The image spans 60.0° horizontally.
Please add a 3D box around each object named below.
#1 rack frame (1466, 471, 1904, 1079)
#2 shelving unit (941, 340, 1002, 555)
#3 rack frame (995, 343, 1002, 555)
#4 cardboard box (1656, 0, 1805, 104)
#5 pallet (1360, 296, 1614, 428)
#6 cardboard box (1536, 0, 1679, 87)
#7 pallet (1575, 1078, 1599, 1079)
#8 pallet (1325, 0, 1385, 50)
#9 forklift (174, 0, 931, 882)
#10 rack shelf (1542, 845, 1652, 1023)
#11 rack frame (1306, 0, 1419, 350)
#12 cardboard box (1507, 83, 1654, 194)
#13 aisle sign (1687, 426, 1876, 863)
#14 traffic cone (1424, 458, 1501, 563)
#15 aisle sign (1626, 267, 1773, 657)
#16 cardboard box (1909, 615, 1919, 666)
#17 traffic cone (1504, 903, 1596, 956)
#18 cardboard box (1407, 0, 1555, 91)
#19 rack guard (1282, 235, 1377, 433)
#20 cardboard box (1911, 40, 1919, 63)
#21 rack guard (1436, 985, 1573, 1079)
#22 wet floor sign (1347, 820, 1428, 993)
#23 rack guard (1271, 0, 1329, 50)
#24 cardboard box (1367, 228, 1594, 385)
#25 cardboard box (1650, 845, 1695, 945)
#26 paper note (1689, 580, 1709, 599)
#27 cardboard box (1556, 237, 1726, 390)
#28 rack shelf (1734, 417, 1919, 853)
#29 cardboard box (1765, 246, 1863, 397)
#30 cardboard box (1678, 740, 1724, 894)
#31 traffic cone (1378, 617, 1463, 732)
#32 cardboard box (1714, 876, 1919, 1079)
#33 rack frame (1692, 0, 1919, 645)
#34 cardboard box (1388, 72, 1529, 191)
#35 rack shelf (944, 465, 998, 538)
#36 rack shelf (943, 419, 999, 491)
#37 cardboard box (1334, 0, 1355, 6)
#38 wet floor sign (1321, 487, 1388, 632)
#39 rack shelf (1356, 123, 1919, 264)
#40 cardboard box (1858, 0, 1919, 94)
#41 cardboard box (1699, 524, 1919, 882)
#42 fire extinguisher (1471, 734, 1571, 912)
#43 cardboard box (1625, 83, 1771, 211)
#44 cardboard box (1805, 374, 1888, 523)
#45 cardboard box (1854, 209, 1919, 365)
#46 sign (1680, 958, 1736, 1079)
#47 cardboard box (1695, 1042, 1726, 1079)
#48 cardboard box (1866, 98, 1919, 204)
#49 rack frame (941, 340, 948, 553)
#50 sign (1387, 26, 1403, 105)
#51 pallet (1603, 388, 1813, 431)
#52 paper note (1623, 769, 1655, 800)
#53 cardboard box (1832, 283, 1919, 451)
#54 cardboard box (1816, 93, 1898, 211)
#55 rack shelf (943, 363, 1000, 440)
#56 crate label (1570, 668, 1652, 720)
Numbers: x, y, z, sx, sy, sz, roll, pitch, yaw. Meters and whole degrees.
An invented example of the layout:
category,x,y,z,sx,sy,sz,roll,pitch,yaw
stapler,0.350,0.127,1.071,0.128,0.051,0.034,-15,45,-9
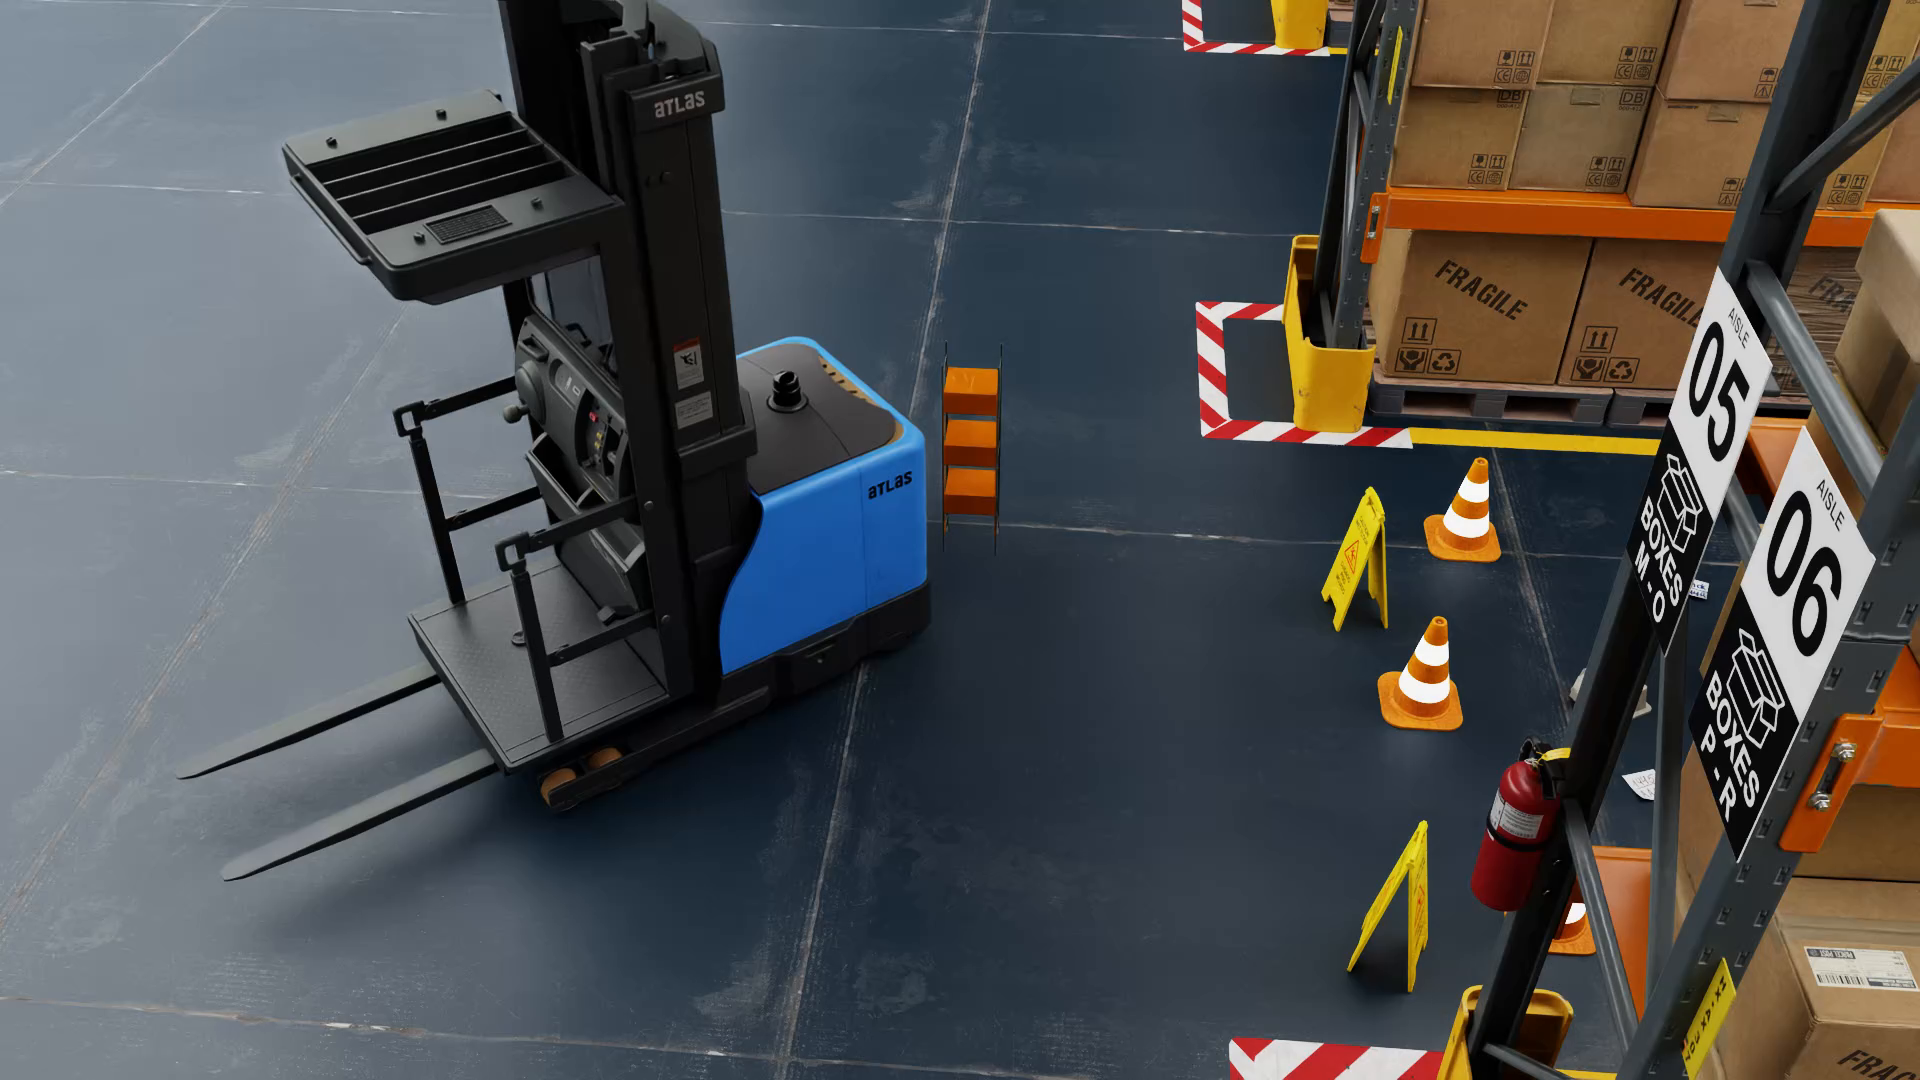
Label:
category,x,y,z,sx,sy,sz,roll,pitch,yaw
rack frame,1.657,1.031,4.277,0.127,3.000,1.000,3,39,4
shelving unit,0.053,-0.404,7.585,0.252,1.050,0.215,3,39,4
rack frame,0.175,-0.398,7.577,0.008,1.050,0.200,3,39,4
cardboard box,3.452,-2.432,7.558,0.550,0.550,0.875,3,39,4
pallet,2.787,-1.012,8.996,1.213,0.211,1.003,3,39,4
cardboard box,2.906,-2.548,7.700,0.550,0.550,0.875,3,39,4
pallet,2.539,2.183,5.071,1.213,0.211,1.003,3,39,4
pallet,3.394,-4.049,12.728,1.213,0.211,1.003,3,39,4
forklift,-1.626,-0.445,6.145,3.031,2.935,1.130,-24,45,-26
rack shelf,3.650,1.419,4.371,4.000,0.370,1.077,3,39,4
rack frame,1.984,-2.087,8.109,0.127,3.000,1.000,3,39,4
cardboard box,2.907,-2.138,8.052,0.550,0.550,0.875,3,39,4
aisle sign,1.569,0.215,3.221,0.004,0.787,0.394,3,39,4
traffic cone,2.390,-0.182,7.777,0.334,0.463,0.336,3,39,4
aisle sign,1.620,-0.163,3.685,0.004,0.787,0.394,3,39,4
cardboard box,1.960,0.188,3.137,0.250,0.149,0.380,3,39,4
traffic cone,2.197,1.227,6.046,0.334,0.463,0.336,3,39,4
cardboard box,2.350,-2.520,7.666,0.550,0.550,0.875,3,39,4
rack guard,1.960,-1.119,8.900,0.348,0.500,1.175,3,39,4
cardboard box,4.520,-2.461,7.594,0.550,0.550,0.875,3,39,4
rack guard,1.733,2.005,5.061,0.348,0.500,1.175,3,39,4
wet floor sign,1.560,1.261,5.860,0.232,0.644,0.267,16,42,19
rack guard,2.588,-4.228,12.719,0.348,0.500,1.175,3,39,4
cardboard box,2.665,-1.431,8.653,0.875,0.875,0.875,3,39,4
cardboard box,2.048,1.014,4.497,0.250,0.149,0.380,4,39,5
paper note,3.358,0.216,7.633,0.142,0.017,0.144,16,42,19
cardboard box,3.542,-1.384,8.596,0.875,0.875,0.875,3,39,3
rack shelf,3.650,0.256,3.424,4.000,0.370,1.077,3,39,4
cardboard box,4.450,-1.333,8.533,0.875,0.875,0.875,3,39,4
cardboard box,2.222,0.733,4.329,0.500,0.500,0.500,2,39,3
traffic cone,1.954,0.511,6.927,0.334,0.463,0.336,3,39,4
cardboard box,2.105,1.077,3.906,0.500,0.500,0.500,3,39,3
rack frame,1.657,-1.295,2.384,0.127,3.000,1.000,3,39,4
cardboard box,2.357,-2.154,8.072,0.550,0.550,0.875,3,39,4
rack shelf,0.053,-0.180,7.768,0.240,0.259,0.215,3,39,4
rack shelf,0.053,-0.396,7.592,0.240,0.259,0.215,3,39,4
cardboard box,3.133,-4.350,12.536,0.500,0.500,0.500,10,40,12
wet floor sign,1.784,0.069,7.324,0.232,0.644,0.267,-3,39,-4
rack shelf,3.976,-1.700,8.202,4.000,0.370,1.077,3,39,4
cardboard box,3.991,-2.485,7.623,0.500,0.550,0.875,3,39,4
cardboard box,2.185,0.380,3.971,0.500,0.500,0.700,2,39,3
fire extinguisher,1.583,0.765,4.666,0.183,0.674,0.296,3,39,4
cardboard box,3.454,-2.028,7.917,0.550,0.550,0.875,3,39,4
cardboard box,2.037,-0.191,3.602,0.250,0.149,0.380,3,39,4
cardboard box,2.020,-0.511,3.364,0.250,0.149,0.380,3,39,4
sign,1.611,1.037,3.585,0.005,0.325,0.100,3,39,4
cardboard box,1.978,1.277,4.174,0.250,0.149,0.380,3,39,4
cardboard box,4.522,-2.060,7.956,0.550,0.550,0.875,3,39,4
rack frame,-0.068,-0.411,7.594,0.008,1.050,0.200,3,39,4
sign,1.930,-2.105,7.382,0.005,0.325,0.100,3,39,4
pallet,3.999,-0.944,8.913,1.213,0.211,1.003,3,39,4
paper note,2.771,0.982,6.689,0.142,0.019,0.148,-10,40,-12
cardboard box,2.190,-0.331,3.458,0.500,0.250,0.500,3,39,3
cardboard box,3.986,-2.025,7.914,0.500,0.550,0.875,3,39,4
rack shelf,0.053,-0.616,7.413,0.240,0.259,0.215,3,39,4
crate label,2.743,0.641,7.025,0.298,0.136,0.250,-16,42,-19
